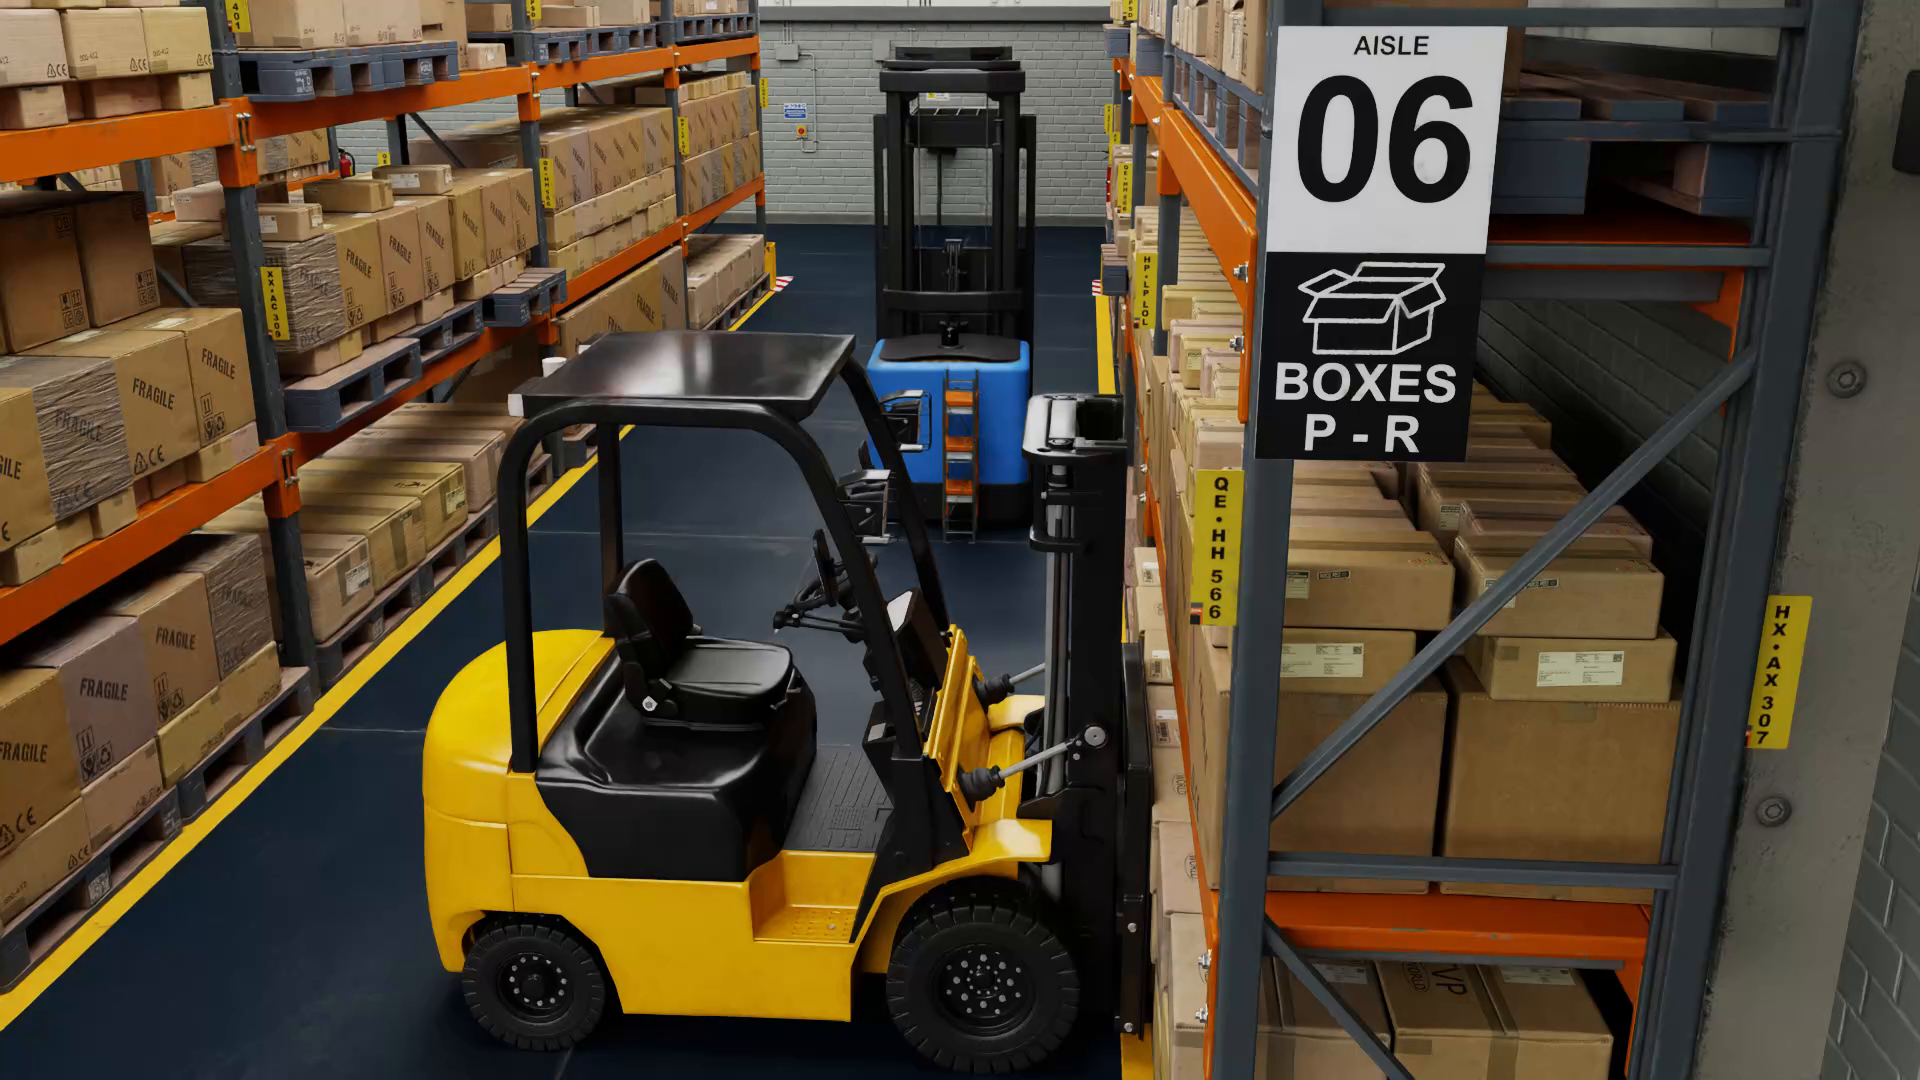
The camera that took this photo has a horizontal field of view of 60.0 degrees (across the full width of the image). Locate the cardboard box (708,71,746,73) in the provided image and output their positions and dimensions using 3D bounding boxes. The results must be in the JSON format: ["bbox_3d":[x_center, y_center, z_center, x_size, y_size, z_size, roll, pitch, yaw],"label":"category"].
[{"bbox_3d":[-2.576,-5.097,18.352,0.380,0.149,0.250,2,18,5],"label":"cardboard box"}]

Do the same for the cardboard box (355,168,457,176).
[{"bbox_3d":[-3.586,-2.151,10.858,0.500,0.500,0.500,1,18,2],"label":"cardboard box"}]

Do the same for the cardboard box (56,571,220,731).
[{"bbox_3d":[-3.419,0.444,6.789,0.500,0.500,0.500,2,18,5],"label":"cardboard box"}]

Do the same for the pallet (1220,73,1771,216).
[{"bbox_3d":[1.131,-0.905,3.693,1.003,0.211,1.213,1,18,4],"label":"pallet"}]

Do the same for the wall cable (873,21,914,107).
[{"bbox_3d":[-0.953,-6.588,24.081,0.588,1.984,0.122,1,18,4],"label":"wall cable"}]

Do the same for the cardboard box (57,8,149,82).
[{"bbox_3d":[-3.408,-1.850,6.198,0.500,0.250,0.500,1,18,3],"label":"cardboard box"}]

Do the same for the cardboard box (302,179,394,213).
[{"bbox_3d":[-3.248,-1.829,8.834,0.380,0.149,0.250,2,18,7],"label":"cardboard box"}]

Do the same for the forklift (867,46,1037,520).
[{"bbox_3d":[-0.025,-1.926,11.592,1.130,2.935,3.031,1,18,2],"label":"forklift"}]

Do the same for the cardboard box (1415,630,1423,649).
[{"bbox_3d":[1.382,0.340,4.409,0.500,0.500,0.500,2,18,6],"label":"cardboard box"}]

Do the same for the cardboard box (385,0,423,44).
[{"bbox_3d":[-3.119,-2.696,8.581,0.500,0.250,0.500,1,18,3],"label":"cardboard box"}]

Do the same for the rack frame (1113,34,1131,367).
[{"bbox_3d":[1.915,-3.030,14.852,1.000,3.000,0.127,1,18,4],"label":"rack frame"}]

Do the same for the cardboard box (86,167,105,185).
[{"bbox_3d":[-7.830,-3.230,14.715,0.380,0.149,0.250,1,18,4],"label":"cardboard box"}]

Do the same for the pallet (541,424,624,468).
[{"bbox_3d":[-3.191,-0.815,12.572,1.003,0.211,1.213,1,18,4],"label":"pallet"}]

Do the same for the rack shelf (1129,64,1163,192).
[{"bbox_3d":[1.485,-2.250,8.810,1.077,0.370,4.000,1,18,4],"label":"rack shelf"}]

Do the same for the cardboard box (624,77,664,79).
[{"bbox_3d":[-3.204,-4.628,16.921,0.380,0.149,0.250,1,18,3],"label":"cardboard box"}]

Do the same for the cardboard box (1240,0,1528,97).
[{"bbox_3d":[0.843,-1.166,3.351,0.500,0.500,0.500,2,18,6],"label":"cardboard box"}]

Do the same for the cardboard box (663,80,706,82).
[{"bbox_3d":[-2.713,-4.460,16.410,0.380,0.149,0.250,1,18,4],"label":"cardboard box"}]

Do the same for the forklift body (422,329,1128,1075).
[{"bbox_3d":[-0.629,0.471,5.532,2.313,2.155,1.214,1,18,4],"label":"forklift body"}]

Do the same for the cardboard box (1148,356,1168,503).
[{"bbox_3d":[1.049,-0.461,6.851,0.500,0.500,0.500,1,18,2],"label":"cardboard box"}]

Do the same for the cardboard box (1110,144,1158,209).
[{"bbox_3d":[1.657,-3.132,14.328,0.700,0.500,0.500,2,18,5],"label":"cardboard box"}]

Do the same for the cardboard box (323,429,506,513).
[{"bbox_3d":[-3.419,-0.443,10.505,0.950,0.372,0.625,1,18,3],"label":"cardboard box"}]

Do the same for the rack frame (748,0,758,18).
[{"bbox_3d":[-2.750,-7.233,18.044,1.000,3.000,0.127,1,18,4],"label":"rack frame"}]

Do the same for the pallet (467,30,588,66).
[{"bbox_3d":[-3.330,-3.434,11.572,1.213,0.211,1.003,2,18,6],"label":"pallet"}]

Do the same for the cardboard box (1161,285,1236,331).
[{"bbox_3d":[1.022,-0.950,6.825,0.380,0.149,0.250,2,18,5],"label":"cardboard box"}]

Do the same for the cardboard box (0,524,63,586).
[{"bbox_3d":[-3.429,0.046,5.868,0.380,0.149,0.250,1,18,4],"label":"cardboard box"}]

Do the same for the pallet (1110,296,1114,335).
[{"bbox_3d":[2.050,-2.298,17.097,1.003,0.211,1.213,1,18,4],"label":"pallet"}]

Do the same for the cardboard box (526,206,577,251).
[{"bbox_3d":[-3.040,-2.215,11.805,0.500,0.250,0.500,1,18,4],"label":"cardboard box"}]

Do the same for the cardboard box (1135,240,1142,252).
[{"bbox_3d":[1.315,-1.666,10.128,0.500,0.250,0.500,2,18,6],"label":"cardboard box"}]

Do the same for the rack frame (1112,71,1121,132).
[{"bbox_3d":[2.201,-4.272,18.644,1.000,3.000,0.127,1,18,4],"label":"rack frame"}]

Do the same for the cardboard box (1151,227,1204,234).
[{"bbox_3d":[1.306,-1.727,9.675,0.380,0.149,0.250,1,18,5],"label":"cardboard box"}]

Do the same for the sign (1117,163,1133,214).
[{"bbox_3d":[1.086,-2.309,10.921,0.100,0.325,0.005,1,18,4],"label":"sign"}]

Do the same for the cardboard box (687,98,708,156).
[{"bbox_3d":[-2.718,-3.961,15.929,0.500,0.500,0.500,1,18,3],"label":"cardboard box"}]

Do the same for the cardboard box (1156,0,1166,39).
[{"bbox_3d":[1.150,-2.406,7.438,0.500,0.311,0.500,1,18,2],"label":"cardboard box"}]

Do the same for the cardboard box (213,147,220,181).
[{"bbox_3d":[-7.594,-3.865,16.763,0.500,0.500,0.500,1,18,3],"label":"cardboard box"}]

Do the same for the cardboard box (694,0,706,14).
[{"bbox_3d":[-2.907,-5.548,17.029,0.500,0.311,0.500,2,18,5],"label":"cardboard box"}]

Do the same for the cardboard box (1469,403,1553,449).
[{"bbox_3d":[1.493,-0.301,4.843,0.380,0.149,0.250,1,18,3],"label":"cardboard box"}]

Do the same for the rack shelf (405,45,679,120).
[{"bbox_3d":[-3.180,-3.602,12.936,1.077,0.370,4.000,1,18,4],"label":"rack shelf"}]

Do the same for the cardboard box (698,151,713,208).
[{"bbox_3d":[-2.701,-3.483,16.075,0.500,0.500,0.500,1,18,4],"label":"cardboard box"}]

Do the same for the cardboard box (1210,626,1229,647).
[{"bbox_3d":[0.789,0.147,3.954,0.380,0.149,0.250,2,18,5],"label":"cardboard box"}]

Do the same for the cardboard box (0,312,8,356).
[{"bbox_3d":[-3.979,-0.874,6.028,0.700,0.500,0.500,1,18,3],"label":"cardboard box"}]

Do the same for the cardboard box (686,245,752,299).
[{"bbox_3d":[-2.754,-2.872,17.812,0.875,0.438,0.875,2,18,5],"label":"cardboard box"}]

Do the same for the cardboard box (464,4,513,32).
[{"bbox_3d":[-3.447,-3.692,11.215,0.797,0.503,0.637,0,18,1],"label":"cardboard box"}]

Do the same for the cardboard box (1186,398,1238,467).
[{"bbox_3d":[0.861,-0.315,4.886,0.380,0.149,0.250,2,18,5],"label":"cardboard box"}]

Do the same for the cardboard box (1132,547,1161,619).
[{"bbox_3d":[0.994,0.230,7.040,0.500,0.250,0.500,1,18,3],"label":"cardboard box"}]

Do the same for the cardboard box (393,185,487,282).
[{"bbox_3d":[-3.140,-1.821,9.849,0.500,0.500,0.500,0,18,0],"label":"cardboard box"}]

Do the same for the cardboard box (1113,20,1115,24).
[{"bbox_3d":[1.897,-5.636,17.752,0.500,0.250,0.500,1,18,3],"label":"cardboard box"}]

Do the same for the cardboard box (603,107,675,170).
[{"bbox_3d":[-2.818,-3.518,14.575,0.500,0.500,0.500,2,18,6],"label":"cardboard box"}]

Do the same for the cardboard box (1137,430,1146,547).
[{"bbox_3d":[1.483,-0.253,9.517,0.875,0.625,0.625,1,18,2],"label":"cardboard box"}]

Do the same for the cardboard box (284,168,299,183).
[{"bbox_3d":[-7.489,-4.000,18.215,0.380,0.149,0.250,2,18,5],"label":"cardboard box"}]

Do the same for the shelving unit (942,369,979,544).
[{"bbox_3d":[0.004,-0.516,10.310,0.215,1.050,0.252,1,18,4],"label":"shelving unit"}]

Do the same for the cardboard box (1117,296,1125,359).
[{"bbox_3d":[1.656,-1.896,14.733,0.500,0.500,0.500,2,18,6],"label":"cardboard box"}]

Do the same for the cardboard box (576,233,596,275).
[{"bbox_3d":[-3.018,-2.132,12.354,0.500,0.250,0.500,1,18,2],"label":"cardboard box"}]

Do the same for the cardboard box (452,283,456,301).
[{"bbox_3d":[-3.208,-1.467,9.812,0.380,0.149,0.250,1,18,4],"label":"cardboard box"}]
